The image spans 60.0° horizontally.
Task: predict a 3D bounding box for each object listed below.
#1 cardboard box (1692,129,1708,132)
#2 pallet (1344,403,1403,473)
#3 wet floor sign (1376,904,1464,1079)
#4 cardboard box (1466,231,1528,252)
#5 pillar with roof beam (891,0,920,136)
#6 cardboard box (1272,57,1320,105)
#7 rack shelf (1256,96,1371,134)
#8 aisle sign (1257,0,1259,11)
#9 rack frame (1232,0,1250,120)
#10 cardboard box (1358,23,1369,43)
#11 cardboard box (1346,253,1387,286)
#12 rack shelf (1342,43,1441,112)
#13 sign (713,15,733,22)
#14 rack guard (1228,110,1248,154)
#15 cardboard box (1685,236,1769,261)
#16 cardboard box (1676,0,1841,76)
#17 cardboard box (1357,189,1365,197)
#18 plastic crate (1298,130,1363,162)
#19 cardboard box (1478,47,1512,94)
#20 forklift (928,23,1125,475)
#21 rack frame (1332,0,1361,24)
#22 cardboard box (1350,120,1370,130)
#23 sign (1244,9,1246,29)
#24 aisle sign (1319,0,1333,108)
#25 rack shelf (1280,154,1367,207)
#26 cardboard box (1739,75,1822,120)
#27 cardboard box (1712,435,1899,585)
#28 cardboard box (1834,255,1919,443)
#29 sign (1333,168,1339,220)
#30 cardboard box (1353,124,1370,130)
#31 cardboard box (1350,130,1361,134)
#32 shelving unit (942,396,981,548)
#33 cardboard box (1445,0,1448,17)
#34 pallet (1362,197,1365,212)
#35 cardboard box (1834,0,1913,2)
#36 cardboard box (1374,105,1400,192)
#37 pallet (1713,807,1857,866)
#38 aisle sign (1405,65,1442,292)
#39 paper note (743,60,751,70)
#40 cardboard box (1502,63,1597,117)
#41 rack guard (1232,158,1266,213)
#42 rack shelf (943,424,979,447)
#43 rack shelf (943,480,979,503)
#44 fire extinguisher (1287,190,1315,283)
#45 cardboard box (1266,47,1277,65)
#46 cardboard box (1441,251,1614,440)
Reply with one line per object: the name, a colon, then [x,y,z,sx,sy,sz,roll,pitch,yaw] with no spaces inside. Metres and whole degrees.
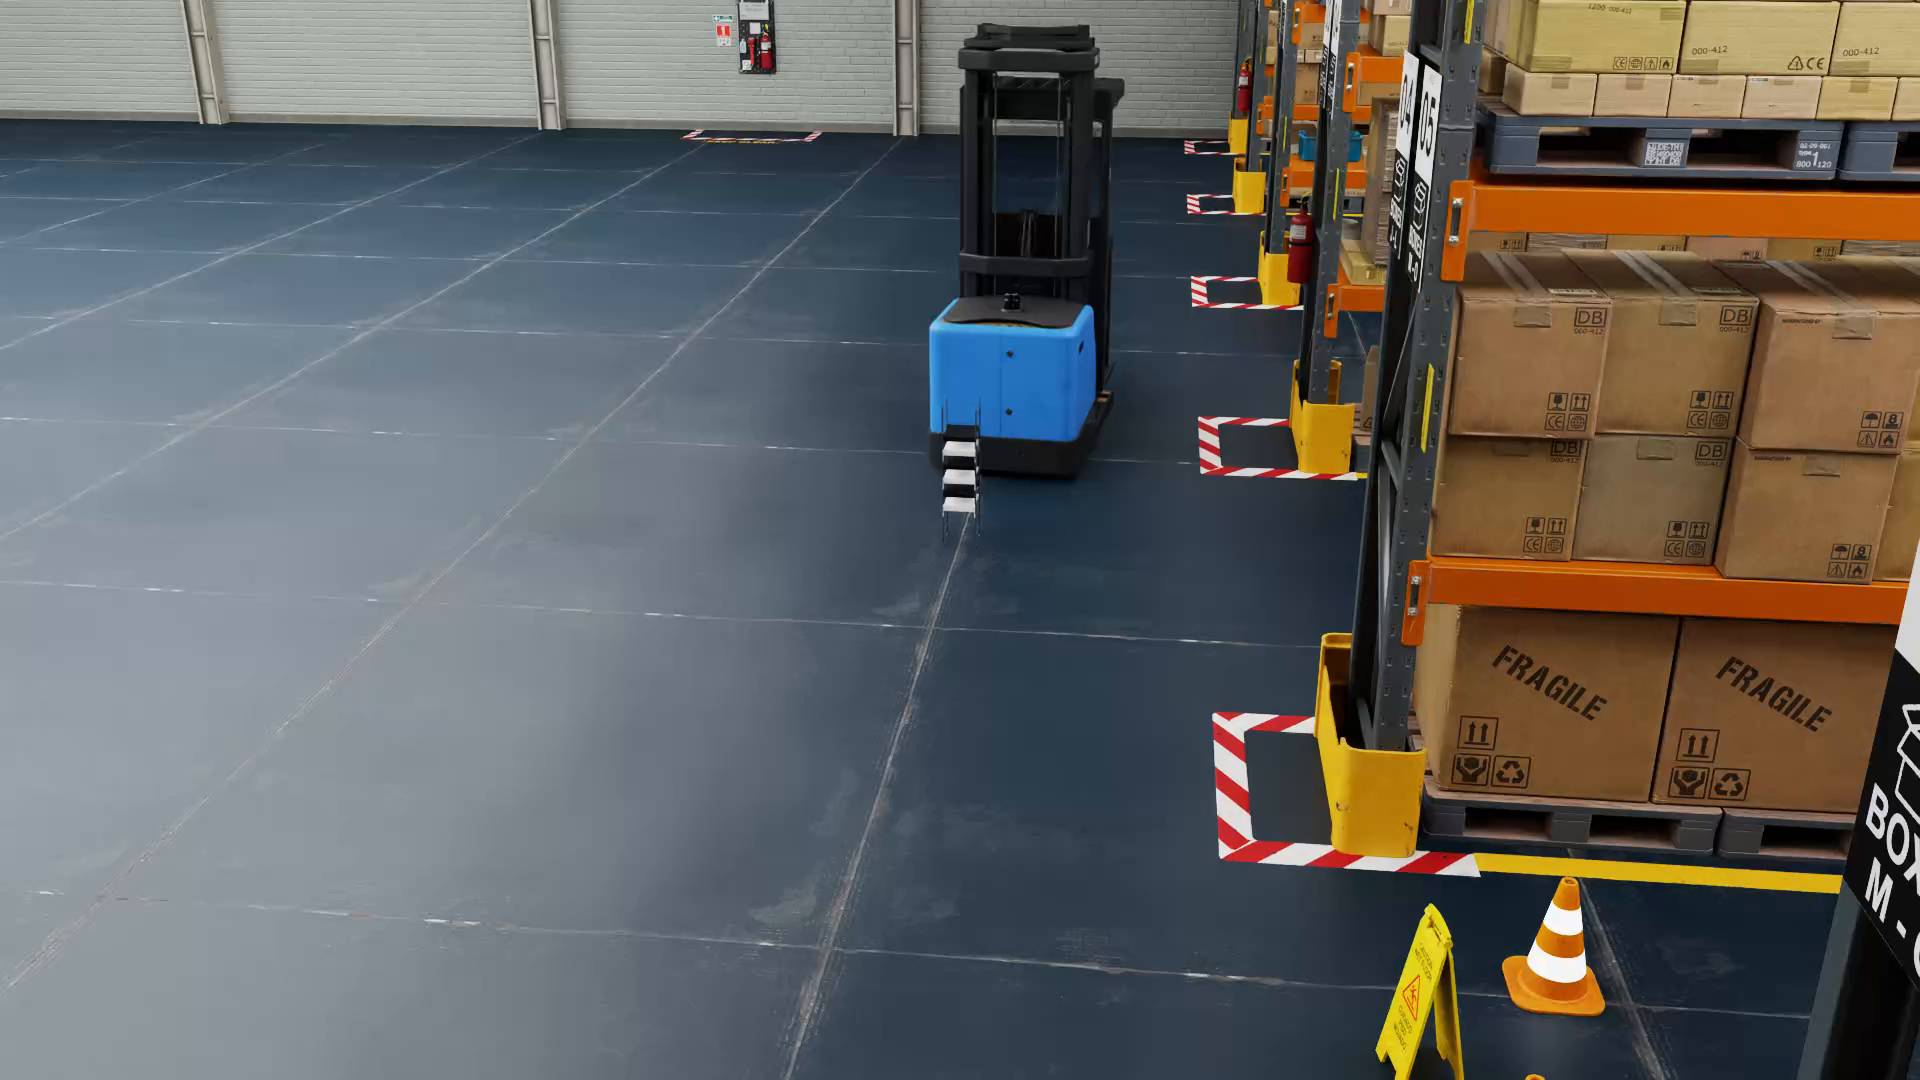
cardboard box: [4.542,-2.534,10.869,0.500,0.500,0.500,2,22,6]
pallet: [3.416,-0.724,11.984,1.213,0.211,1.003,2,22,6]
wet floor sign: [1.592,1.551,5.640,0.232,0.644,0.267,-1,22,-3]
cardboard box: [3.591,-2.245,11.499,0.500,0.500,0.875,2,22,6]
pillar with roof beam: [-1.381,-9.261,21.625,0.400,9.000,9.100,2,22,6]
cardboard box: [4.169,-5.711,20.668,0.500,0.500,0.700,3,22,6]
rack shelf: [5.694,-5.268,20.663,4.000,0.370,1.077,2,22,6]
aisle sign: [3.606,-6.789,19.996,0.004,0.787,0.394,2,22,6]
rack frame: [4.287,-7.498,25.325,0.127,3.000,1.000,2,22,6]
cardboard box: [4.745,-6.291,20.372,0.500,0.500,0.700,2,22,5]
cardboard box: [2.793,-1.856,11.396,0.250,0.149,0.380,2,22,6]
rack shelf: [4.524,-3.046,10.964,4.000,0.370,1.077,2,22,6]
sign: [-3.858,-8.485,27.052,0.331,0.109,0.001,2,22,6]
rack guard: [4.362,-6.332,25.776,0.348,0.500,1.175,2,22,6]
cardboard box: [5.070,-2.145,11.246,0.500,0.500,0.875,2,22,6]
cardboard box: [2.807,-1.835,6.014,0.500,0.250,0.500,2,22,6]
cardboard box: [5.207,-4.459,20.807,0.500,0.250,0.500,2,22,6]
plastic crate: [3.653,-3.899,16.425,0.616,0.251,0.499,2,22,6]
cardboard box: [2.224,-1.895,6.708,0.250,0.149,0.380,2,22,6]
forklift: [0.590,-2.315,12.309,1.130,2.935,3.031,5,22,11]
rack frame: [2.538,-4.862,10.499,0.127,3.000,1.000,2,22,6]
cardboard box: [6.252,-6.402,25.356,0.500,0.500,0.700,1,22,3]
sign: [4.223,-7.702,24.665,0.005,0.325,0.100,2,22,6]
aisle sign: [2.512,-3.393,11.407,0.004,0.787,0.394,2,22,6]
rack shelf: [5.107,-3.460,16.089,4.000,0.370,1.077,2,22,6]
cardboard box: [2.910,-1.621,6.015,0.250,0.149,0.380,3,22,7]
cardboard box: [3.318,-0.250,6.788,0.550,0.550,0.875,2,22,6]
cardboard box: [3.856,-0.768,6.630,0.500,0.550,0.875,2,22,6]
sign: [2.474,-2.277,10.941,0.005,0.325,0.100,2,22,6]
cardboard box: [5.270,-5.002,21.160,0.500,0.500,0.500,2,22,6]
cardboard box: [4.711,-4.829,20.723,0.500,0.500,0.500,2,22,6]
shelving unit: [0.008,-0.418,10.273,0.210,0.900,0.258,2,22,6]
cardboard box: [3.030,-3.440,10.643,0.250,0.149,0.380,3,22,7]
pallet: [5.680,-4.321,21.081,1.213,0.211,1.003,2,22,6]
cardboard box: [3.157,-1.982,5.842,0.250,0.149,0.380,2,22,5]
cardboard box: [3.052,-2.599,11.033,0.500,0.500,0.500,2,22,6]
pallet: [3.865,1.091,7.394,1.213,0.211,1.003,2,22,6]
aisle sign: [1.748,-1.368,6.285,0.004,0.787,0.394,2,22,6]
paper note: [-3.492,-7.787,27.254,0.142,0.148,0.016,2,22,6]
cardboard box: [2.157,-1.654,6.098,0.250,0.149,0.380,3,22,7]
rack guard: [3.684,-4.528,21.212,0.348,0.500,1.175,2,22,6]
rack shelf: [0.008,-0.638,10.186,0.200,0.077,0.258,2,22,6]
rack shelf: [0.008,-0.303,10.319,0.200,0.077,0.258,2,22,6]
fire extinguisher: [2.478,-2.210,12.054,0.183,0.674,0.296,2,22,6]
cardboard box: [4.734,-7.300,25.002,0.500,0.250,0.500,2,22,5]
cardboard box: [2.218,-0.807,6.730,0.550,0.550,0.875,2,22,6]
